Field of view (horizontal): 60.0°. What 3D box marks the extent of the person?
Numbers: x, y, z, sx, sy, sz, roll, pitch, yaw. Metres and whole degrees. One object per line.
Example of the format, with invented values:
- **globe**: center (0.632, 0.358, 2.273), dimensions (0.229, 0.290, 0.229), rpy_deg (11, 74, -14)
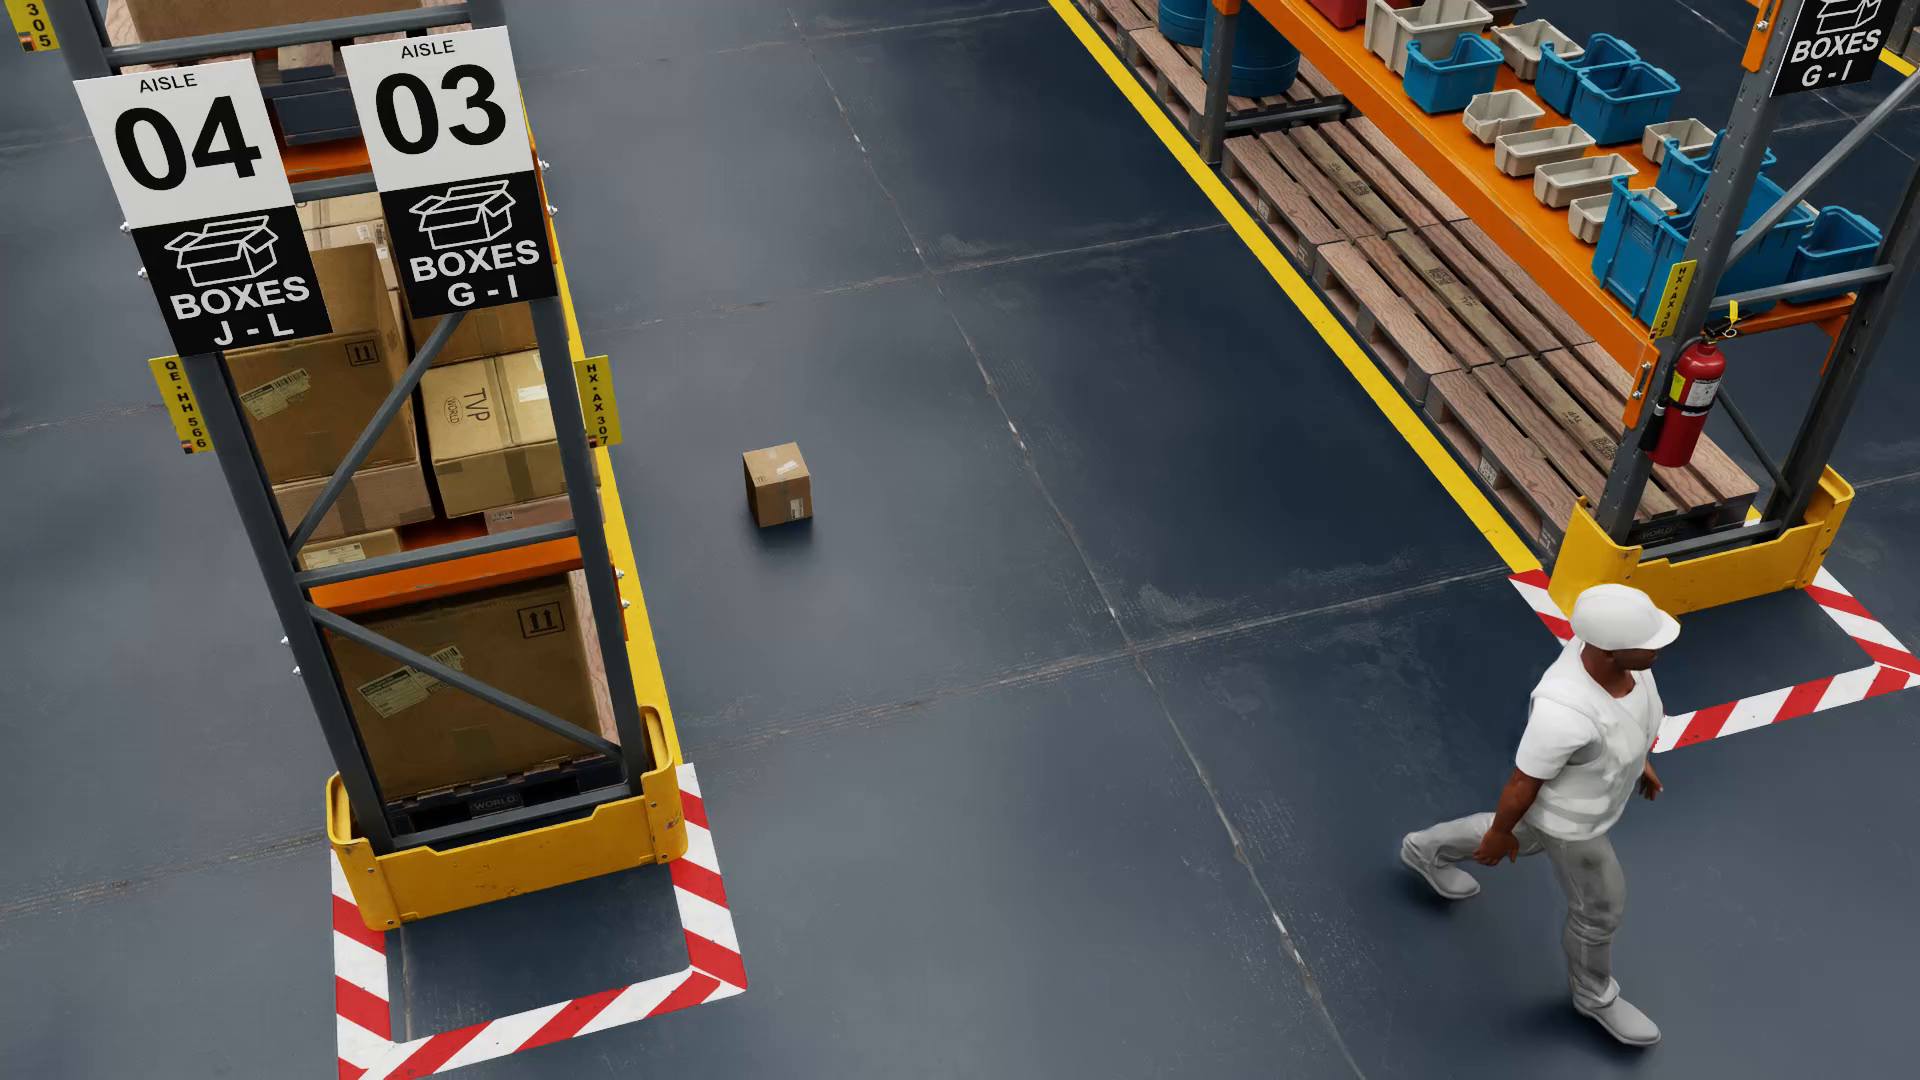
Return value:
- **person**: center (1.968, 0.805, 5.261), dimensions (1.019, 1.726, 0.601), rpy_deg (25, 48, 25)
